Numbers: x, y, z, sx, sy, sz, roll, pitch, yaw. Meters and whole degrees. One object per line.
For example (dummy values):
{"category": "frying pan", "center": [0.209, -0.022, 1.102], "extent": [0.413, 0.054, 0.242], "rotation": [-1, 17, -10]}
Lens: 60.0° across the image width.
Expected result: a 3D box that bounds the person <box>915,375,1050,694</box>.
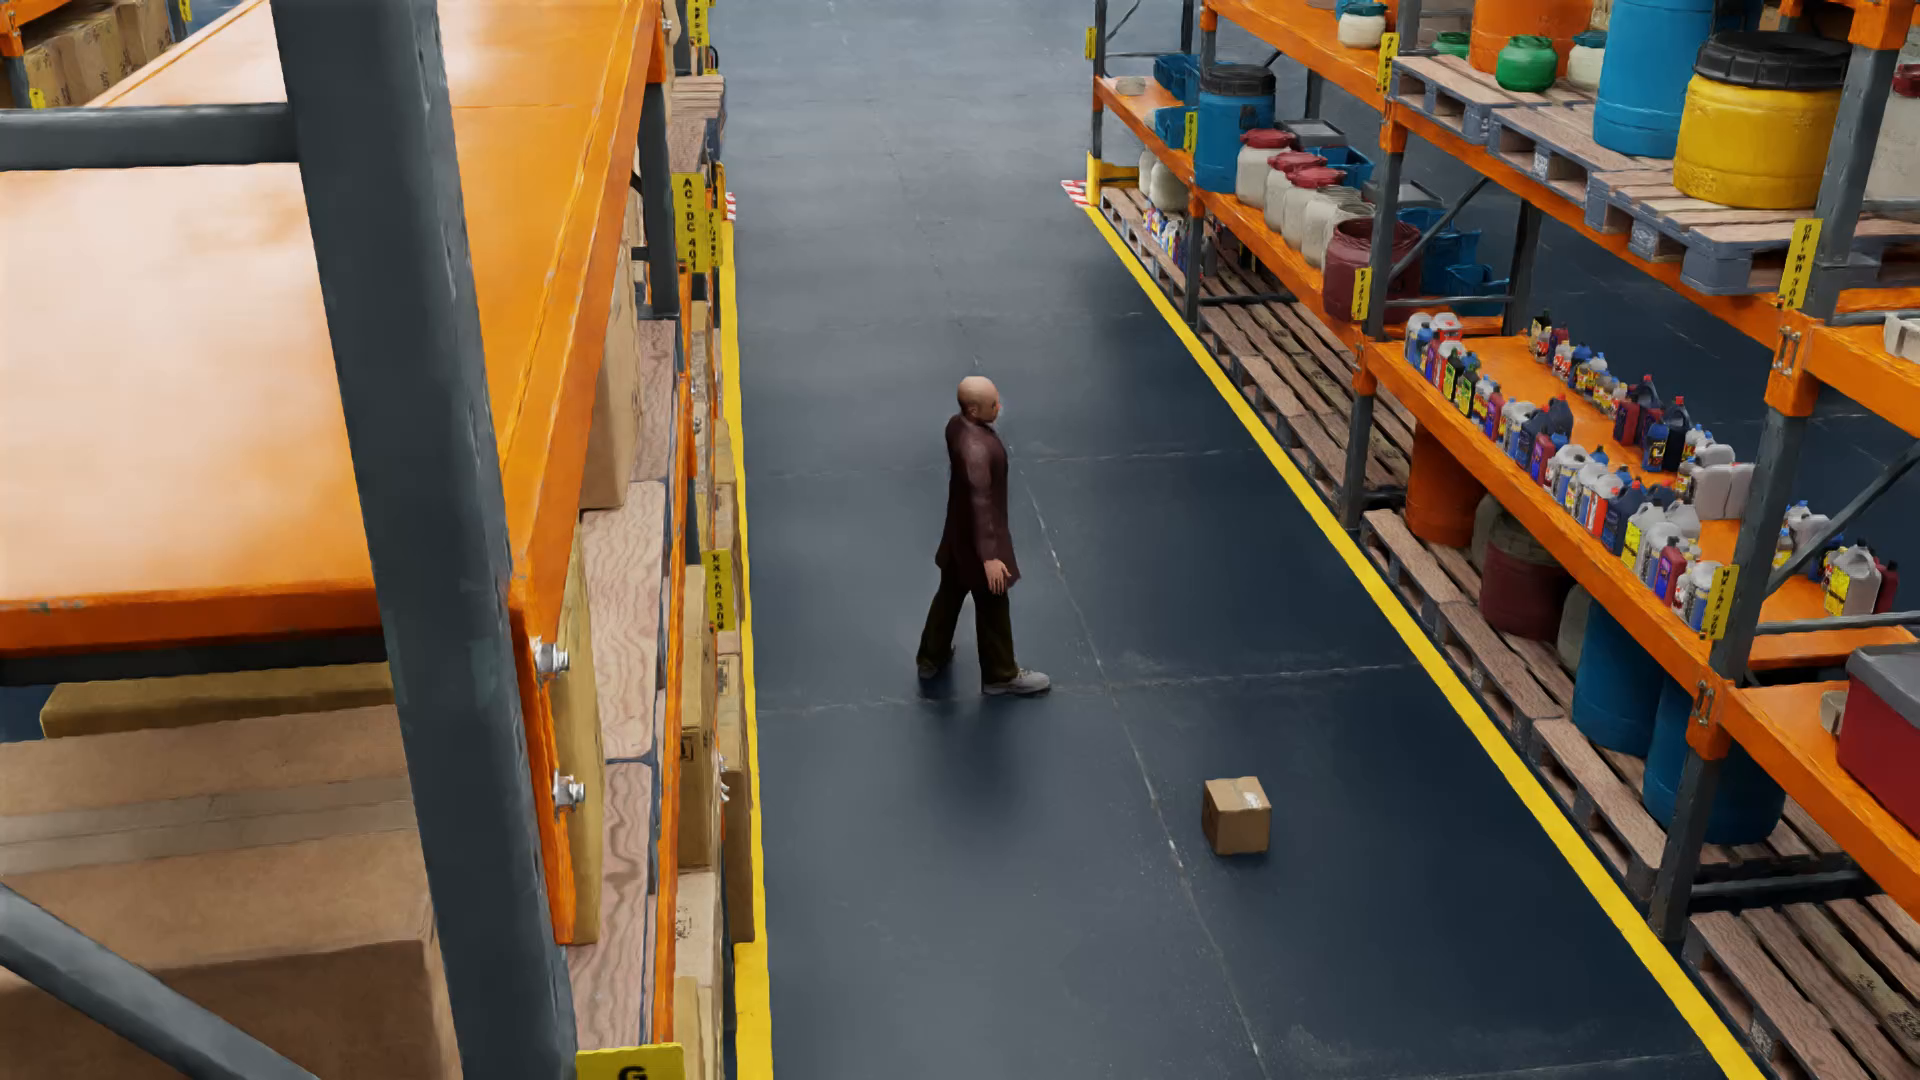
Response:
{"category": "person", "center": [0.122, 0.084, 8.684], "extent": [0.682, 1.559, 0.779], "rotation": [-6, 27, -12]}
